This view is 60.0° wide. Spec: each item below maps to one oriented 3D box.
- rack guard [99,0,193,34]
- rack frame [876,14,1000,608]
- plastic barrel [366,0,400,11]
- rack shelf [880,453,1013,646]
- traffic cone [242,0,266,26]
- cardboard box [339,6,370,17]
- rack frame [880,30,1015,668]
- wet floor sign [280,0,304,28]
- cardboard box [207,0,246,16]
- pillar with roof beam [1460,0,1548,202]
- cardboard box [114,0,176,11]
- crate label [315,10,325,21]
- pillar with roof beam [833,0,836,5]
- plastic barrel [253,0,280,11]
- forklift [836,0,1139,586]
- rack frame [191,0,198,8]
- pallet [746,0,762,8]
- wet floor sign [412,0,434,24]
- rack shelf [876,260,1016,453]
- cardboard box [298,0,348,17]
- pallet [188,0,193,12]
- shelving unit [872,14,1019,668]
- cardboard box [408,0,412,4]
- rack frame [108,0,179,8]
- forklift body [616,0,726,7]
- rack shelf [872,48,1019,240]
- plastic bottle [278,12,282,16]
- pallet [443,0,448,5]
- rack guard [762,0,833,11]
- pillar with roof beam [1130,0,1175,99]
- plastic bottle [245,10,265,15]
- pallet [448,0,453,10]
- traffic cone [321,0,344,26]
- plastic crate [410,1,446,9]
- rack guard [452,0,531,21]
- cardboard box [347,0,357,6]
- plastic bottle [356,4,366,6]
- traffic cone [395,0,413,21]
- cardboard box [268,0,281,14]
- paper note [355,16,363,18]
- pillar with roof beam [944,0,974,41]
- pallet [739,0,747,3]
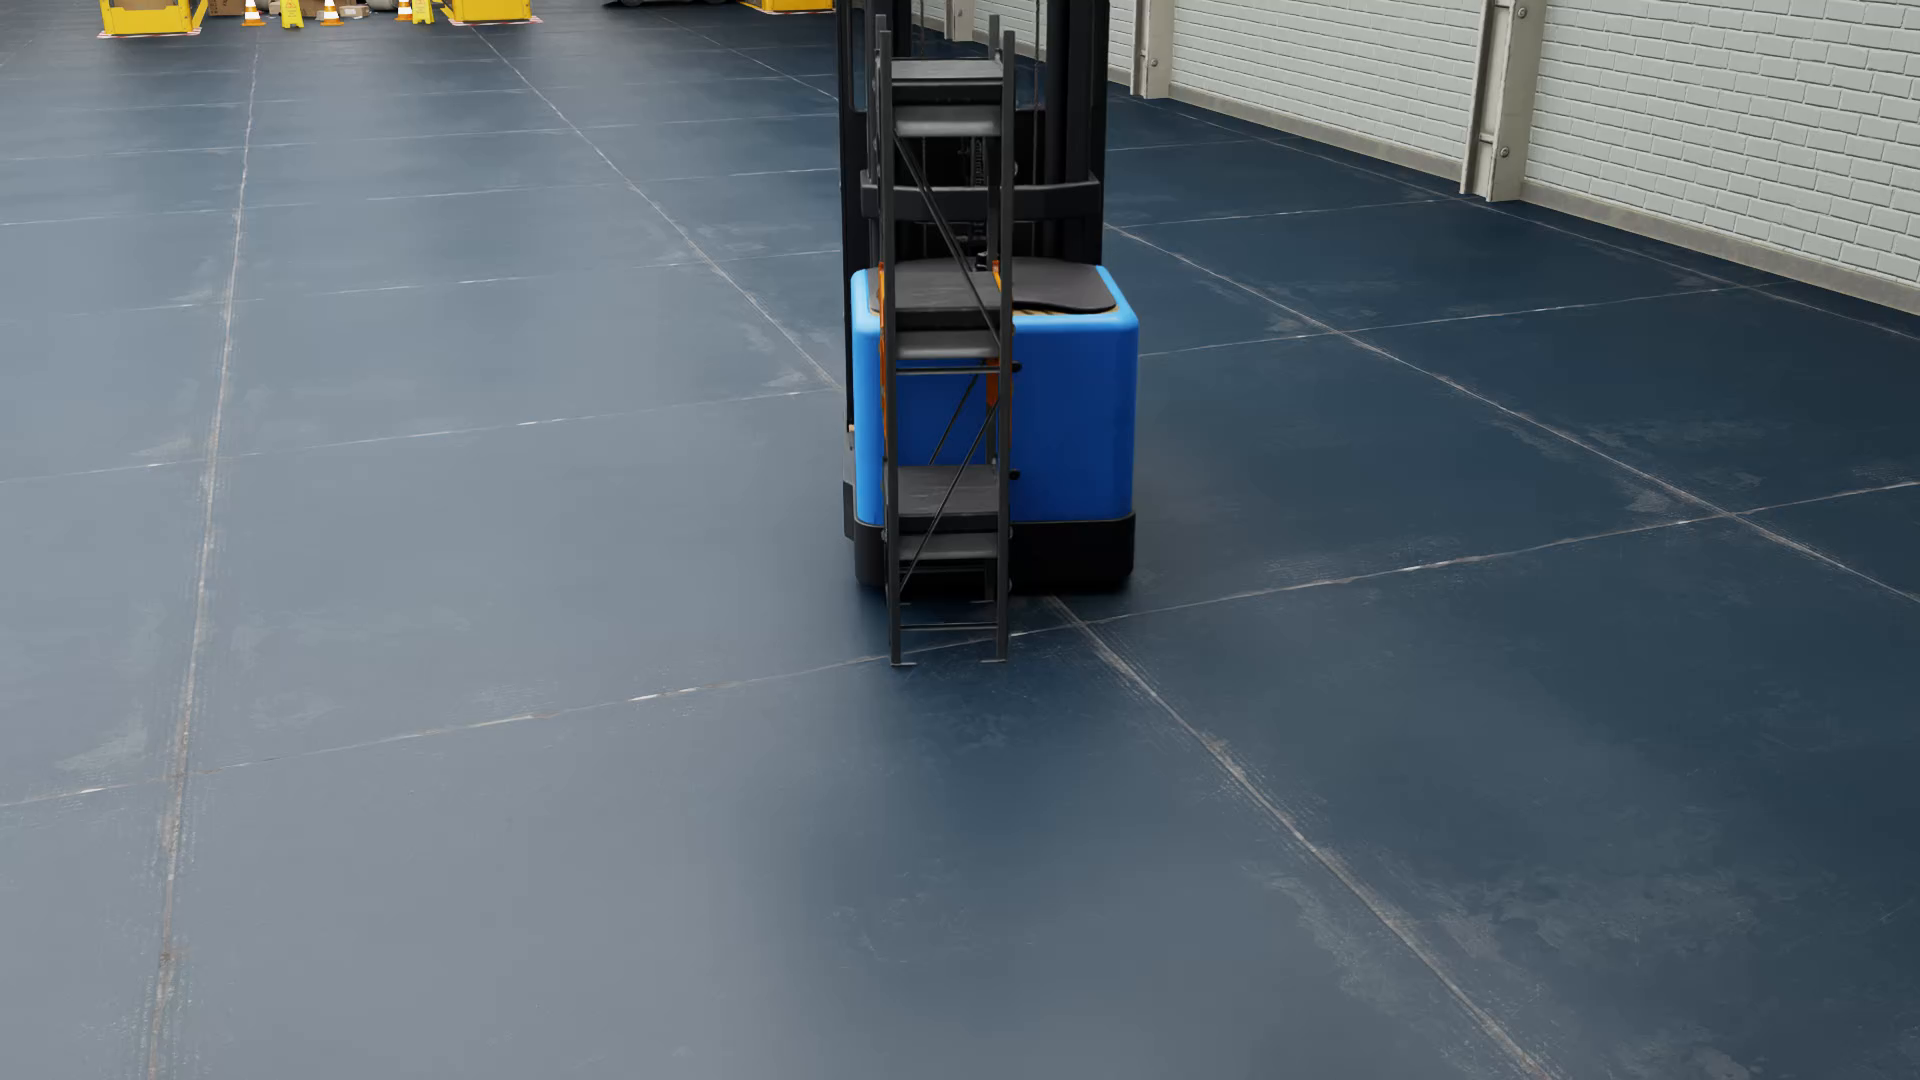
[{"bbox_3d":[-11.956,-7.731,24.448,1.175,0.500,0.348,-8,24,-19],"label":"rack guard"},{"bbox_3d":[-0.072,-0.726,5.769,0.400,2.100,0.015,-2,23,-4],"label":"rack frame"},{"bbox_3d":[-9.515,-8.963,27.470,0.512,0.421,0.421,8,24,18],"label":"plastic barrel"},{"bbox_3d":[-0.055,0.026,5.822,0.431,0.518,0.480,-2,23,-4],"label":"rack shelf"},{"bbox_3d":[-10.823,-8.110,25.396,0.336,0.463,0.334,-8,24,-19],"label":"traffic cone"},{"bbox_3d":[-9.722,-8.492,26.707,0.380,0.149,0.250,4,23,9],"label":"cardboard box"},{"bbox_3d":[-0.037,-0.537,5.320,0.400,2.100,0.015,-2,23,-4],"label":"rack frame"},{"bbox_3d":[-10.102,-8.067,25.060,0.267,0.644,0.232,-13,26,-28],"label":"wet floor sign"},{"bbox_3d":[-11.869,-8.771,26.912,0.500,0.500,0.500,-4,23,-10],"label":"cardboard box"},{"bbox_3d":[0.202,-6.300,10.110,9.100,9.000,0.400,-8,24,-19],"label":"pillar with roof beam"},{"bbox_3d":[-12.266,-8.343,24.877,0.875,0.875,0.875,-8,24,-19],"label":"cardboard box"},{"bbox_3d":[-9.982,-8.268,26.191,0.298,0.136,0.250,18,29,36],"label":"crate label"},{"bbox_3d":[-6.157,-12.840,25.628,9.100,9.000,0.400,-8,24,-19],"label":"pillar with roof beam"},{"bbox_3d":[-11.541,-8.956,27.453,0.512,0.421,0.421,8,24,18],"label":"plastic barrel"},{"bbox_3d":[0.032,-1.710,7.033,1.130,2.935,3.031,-2,23,-4],"label":"forklift"},{"bbox_3d":[-13.377,-10.345,27.431,1.000,3.000,0.127,-8,24,-19],"label":"rack frame"},{"bbox_3d":[-3.036,-9.277,28.488,1.003,0.211,1.213,-8,24,-19],"label":"pallet"},{"bbox_3d":[-8.303,-8.306,25.627,0.267,0.644,0.232,0,23,-1],"label":"wet floor sign"},{"bbox_3d":[-0.055,-0.619,5.550,0.431,0.518,0.480,-2,23,-4],"label":"rack shelf"},{"bbox_3d":[-10.358,-8.748,26.856,0.637,0.503,0.797,12,26,27],"label":"cardboard box"},{"bbox_3d":[-13.182,-8.773,27.292,1.003,0.211,1.213,-8,24,-19],"label":"pallet"},{"bbox_3d":[-0.055,-0.631,5.545,0.431,2.100,0.503,-2,23,-4],"label":"shelving unit"},{"bbox_3d":[-9.677,-9.334,28.248,0.500,0.500,0.500,8,24,18],"label":"cardboard box"},{"bbox_3d":[-11.964,-8.891,23.983,1.000,3.000,0.127,-8,24,-19],"label":"rack frame"},{"bbox_3d":[-5.103,-10.337,28.506,2.313,2.155,1.214,-8,24,-19],"label":"forklift body"},{"bbox_3d":[-0.055,-1.264,5.278,0.431,0.518,0.480,-2,23,-4],"label":"rack shelf"},{"bbox_3d":[-10.871,-8.459,26.741,0.133,0.061,0.283,-18,29,-37],"label":"plastic bottle"},{"bbox_3d":[-8.512,-9.536,29.104,1.003,0.211,1.213,-8,24,-19],"label":"pallet"},{"bbox_3d":[-2.718,-9.129,27.765,1.175,0.500,0.348,-8,24,-19],"label":"rack guard"},{"bbox_3d":[-1.918,-8.480,15.283,9.100,9.000,0.400,-8,24,-19],"label":"pillar with roof beam"},{"bbox_3d":[-11.410,-8.532,26.913,0.283,0.061,0.133,-18,29,-37],"label":"plastic bottle"},{"bbox_3d":[-8.077,-9.092,28.050,1.003,0.211,1.213,-8,24,-19],"label":"pallet"},{"bbox_3d":[-9.646,-8.141,25.470,0.336,0.463,0.334,-8,24,-19],"label":"traffic cone"},{"bbox_3d":[-8.995,-9.032,28.076,0.402,0.080,0.583,-18,29,-37],"label":"plastic crate"},{"bbox_3d":[-7.396,-8.483,26.232,1.175,0.500,0.348,-8,24,-19],"label":"rack guard"},{"bbox_3d":[-10.502,-9.210,28.260,0.396,0.266,0.258,12,26,27],"label":"cardboard box"},{"bbox_3d":[-10.081,-8.980,27.977,0.133,0.061,0.283,-4,23,-10],"label":"plastic bottle"},{"bbox_3d":[-8.728,-8.417,26.125,0.336,0.463,0.334,-8,24,-19],"label":"traffic cone"},{"bbox_3d":[-11.047,-8.713,27.080,0.396,0.266,0.258,-4,23,-10],"label":"cardboard box"},{"bbox_3d":[-9.565,-8.309,26.425,0.148,0.019,0.142,-18,29,-37],"label":"paper note"},{"bbox_3d":[-4.037,-10.660,20.455,9.100,9.000,0.400,-8,24,-19],"label":"pillar with roof beam"},{"bbox_3d":[-3.463,-9.719,29.538,1.003,0.211,1.213,-8,24,-19],"label":"pallet"}]
